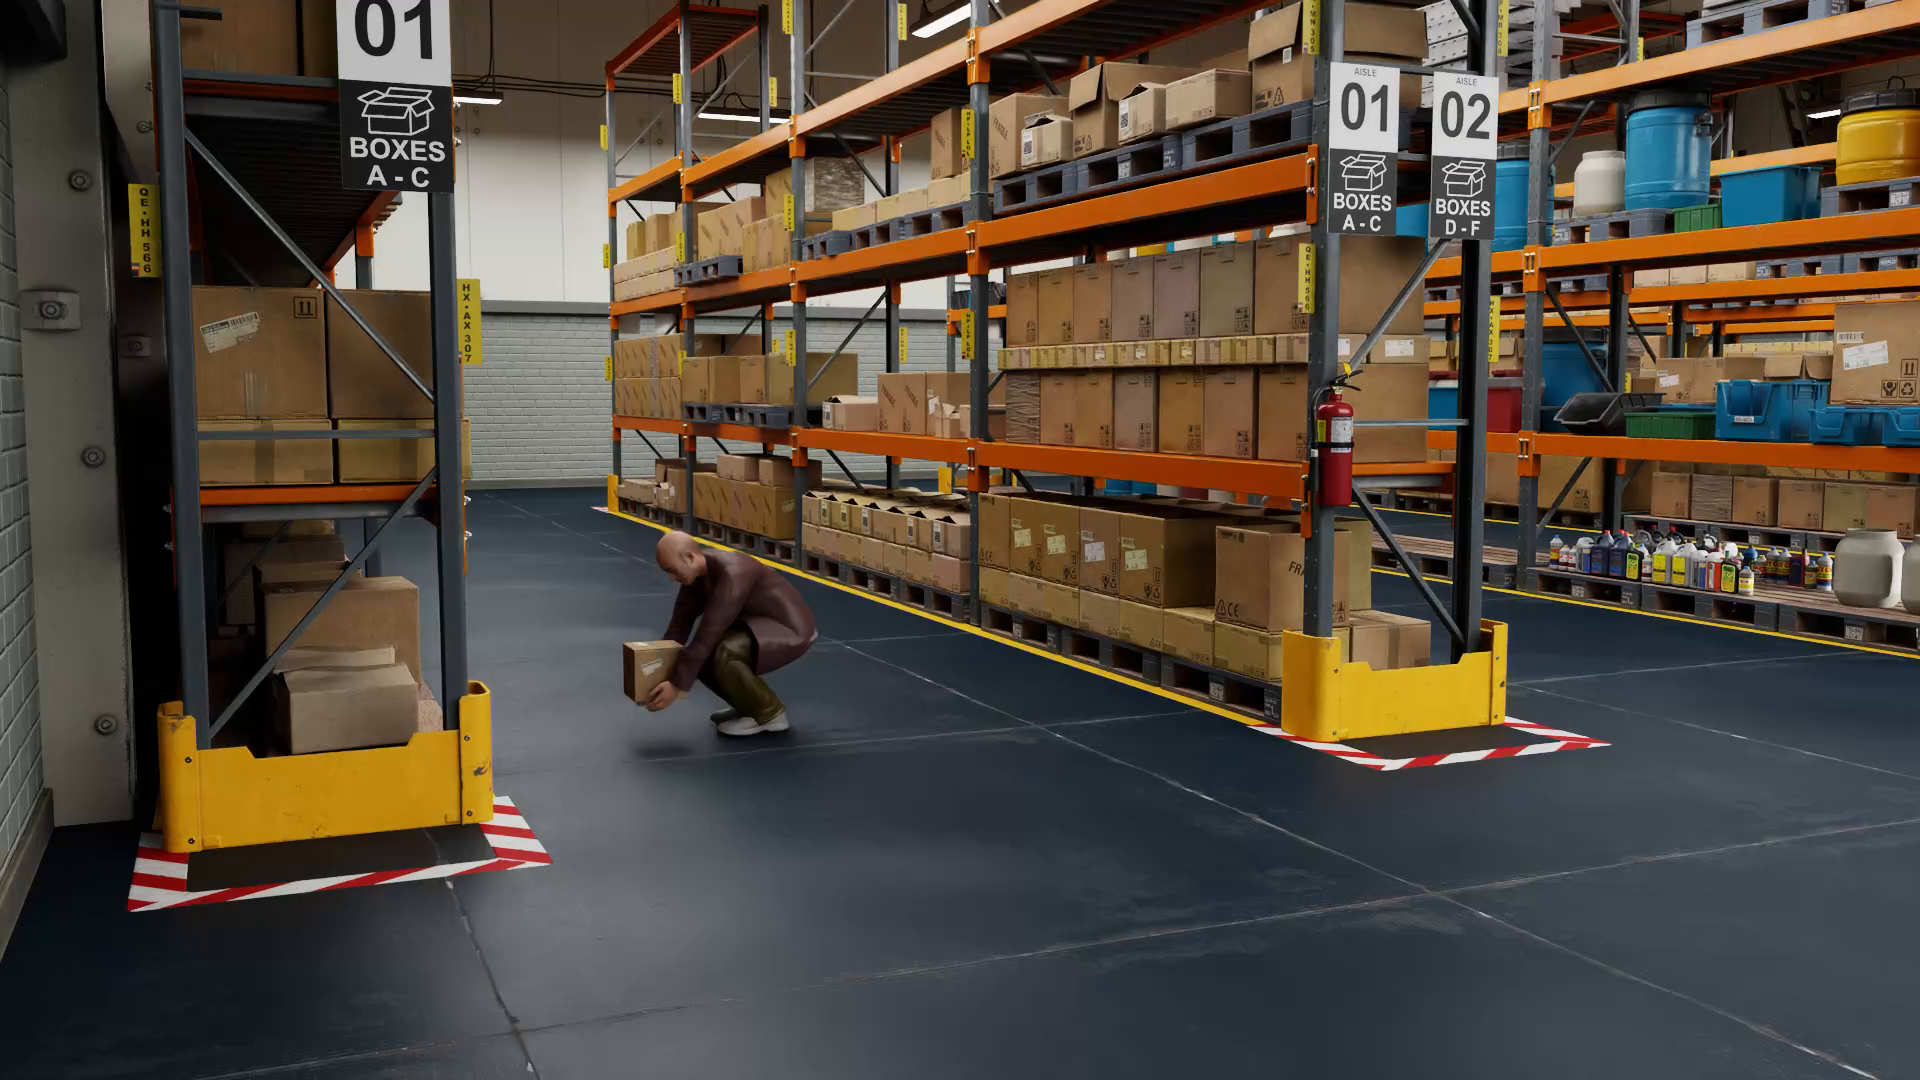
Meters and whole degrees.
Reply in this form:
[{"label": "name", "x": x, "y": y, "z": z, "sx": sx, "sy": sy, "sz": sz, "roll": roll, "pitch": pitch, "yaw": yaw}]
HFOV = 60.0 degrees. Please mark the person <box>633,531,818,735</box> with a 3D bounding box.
[{"label": "person", "x": -1.130, "y": 0.443, "z": 8.120, "sx": 0.907, "sy": 1.004, "sz": 0.613, "roll": -2, "pitch": 6, "yaw": -24}]
